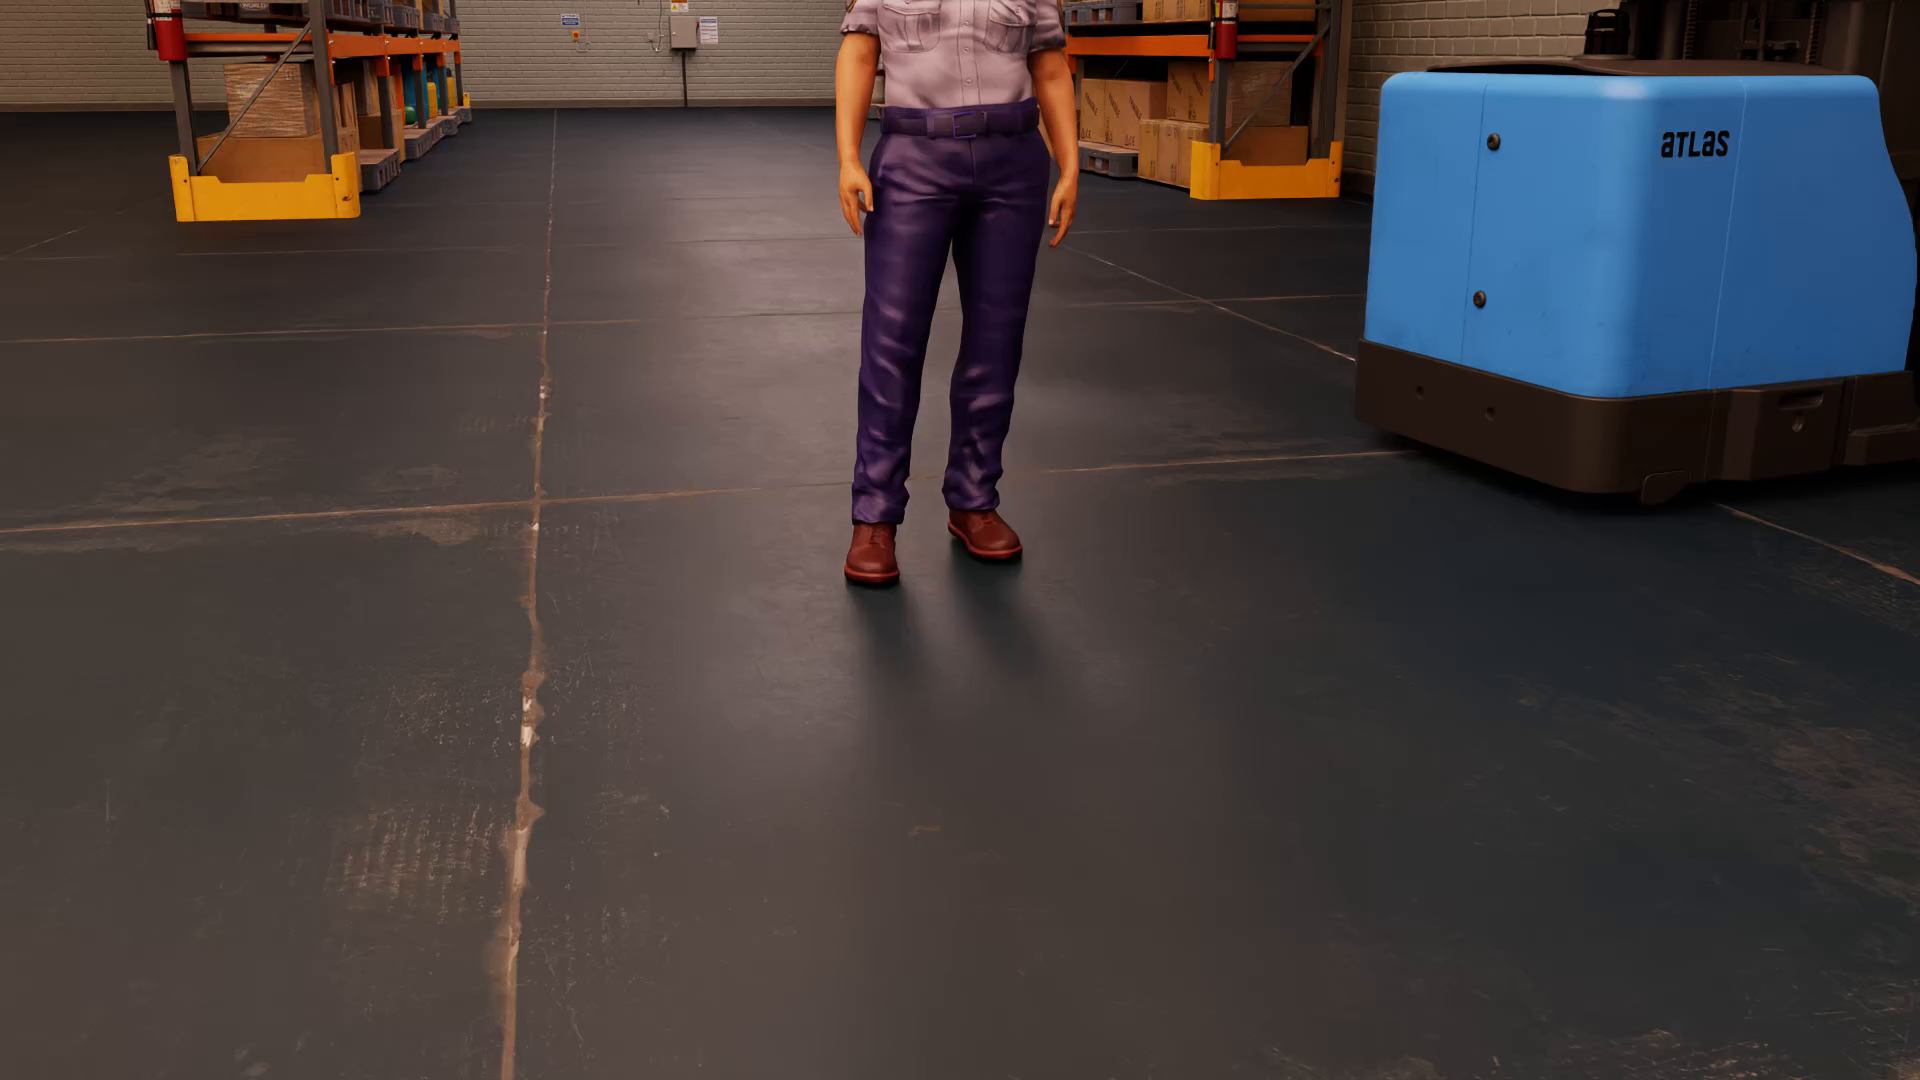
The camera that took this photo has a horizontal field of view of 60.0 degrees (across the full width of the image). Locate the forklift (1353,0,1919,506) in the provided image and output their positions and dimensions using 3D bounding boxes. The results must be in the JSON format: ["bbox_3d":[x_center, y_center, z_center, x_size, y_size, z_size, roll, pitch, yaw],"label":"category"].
[{"bbox_3d":[2.750,-1.743,4.736,3.031,2.935,1.130,-7,18,-21],"label":"forklift"}]

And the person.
[{"bbox_3d":[-0.002,-0.767,3.692,0.599,1.642,0.503,-4,17,-12],"label":"person"}]
